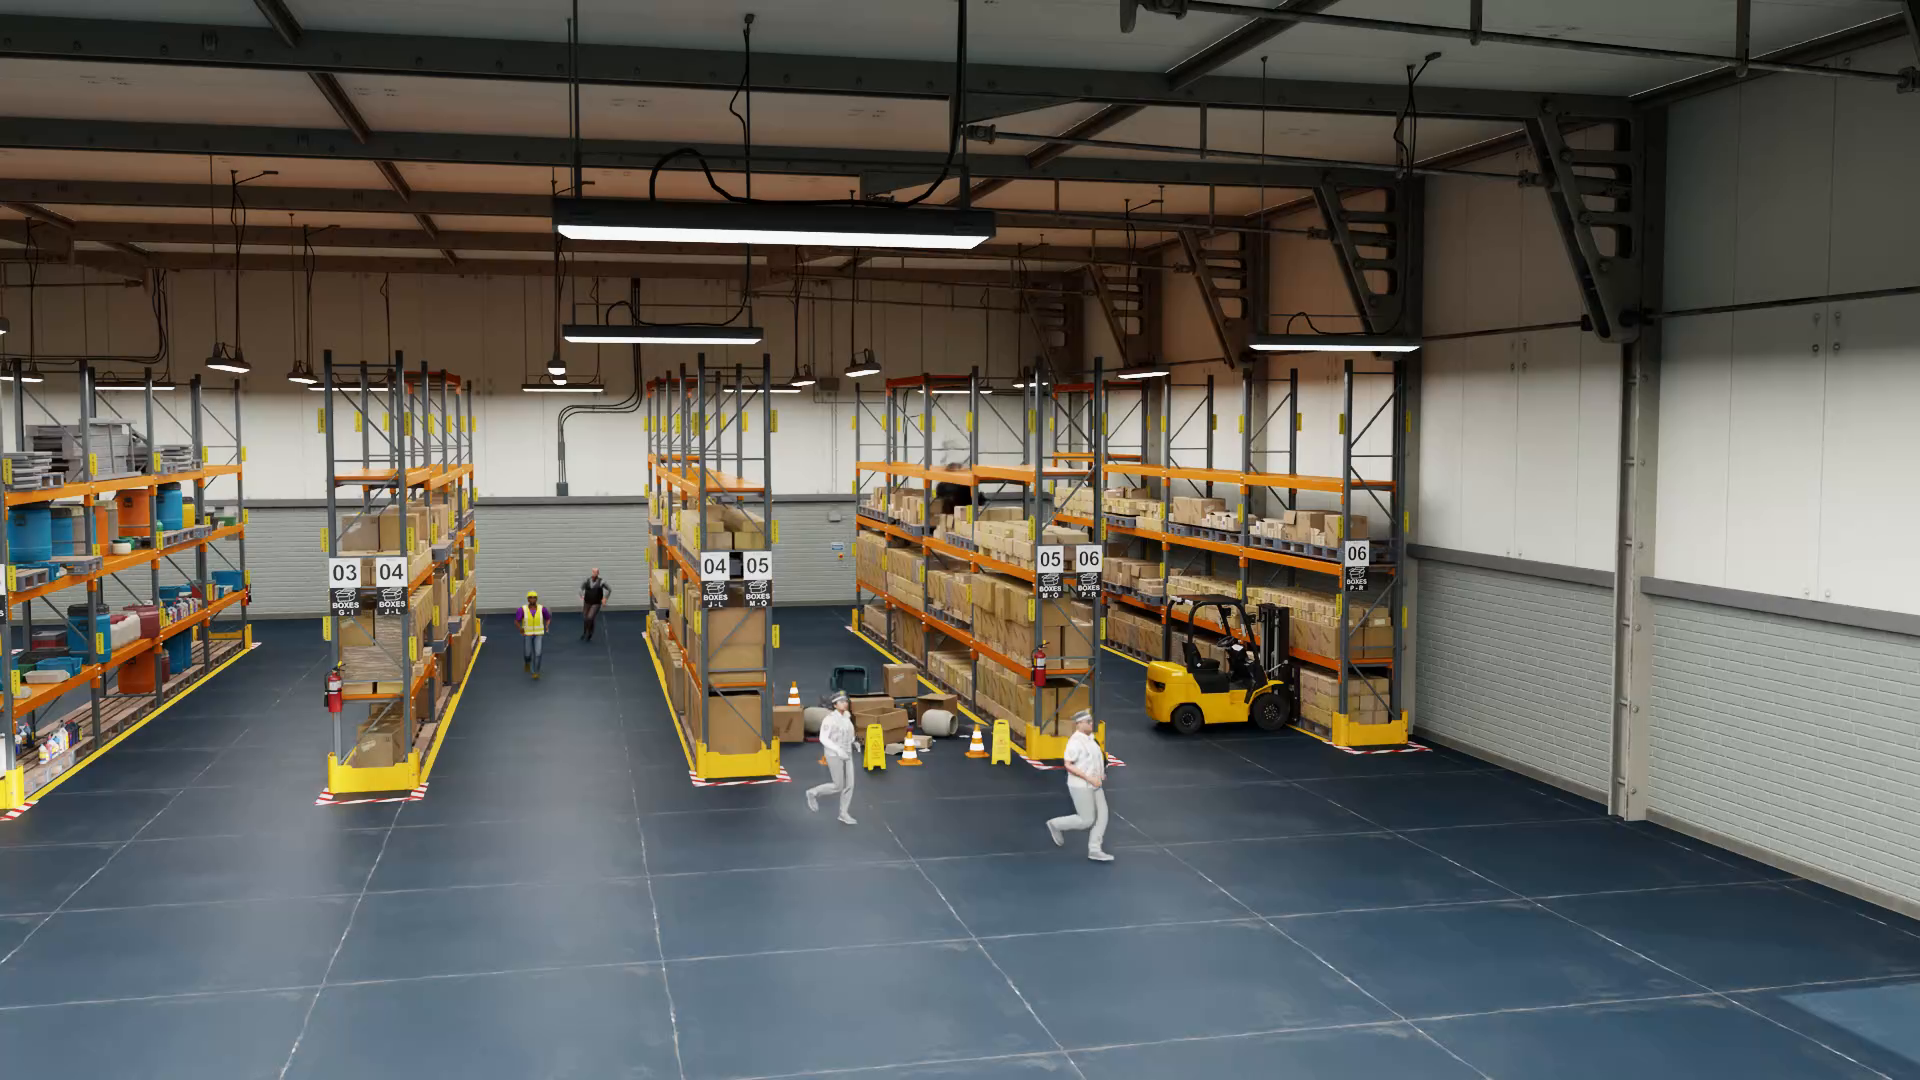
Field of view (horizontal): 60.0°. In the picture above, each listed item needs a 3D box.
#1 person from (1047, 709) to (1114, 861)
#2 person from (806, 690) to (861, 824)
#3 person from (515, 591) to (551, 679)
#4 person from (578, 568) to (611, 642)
[{"bbox_3d":[1.420,2.799,19.137,0.798,1.746,0.663,2,5,28],"label":"person"},{"bbox_3d":[-1.566,2.720,21.018,0.695,1.686,0.622,3,5,35],"label":"person"},{"bbox_3d":[-8.411,1.863,32.780,0.702,1.718,0.625,-1,4,-19],"label":"person"},{"bbox_3d":[-8.474,1.499,38.405,0.728,1.726,0.678,1,4,9],"label":"person"}]
